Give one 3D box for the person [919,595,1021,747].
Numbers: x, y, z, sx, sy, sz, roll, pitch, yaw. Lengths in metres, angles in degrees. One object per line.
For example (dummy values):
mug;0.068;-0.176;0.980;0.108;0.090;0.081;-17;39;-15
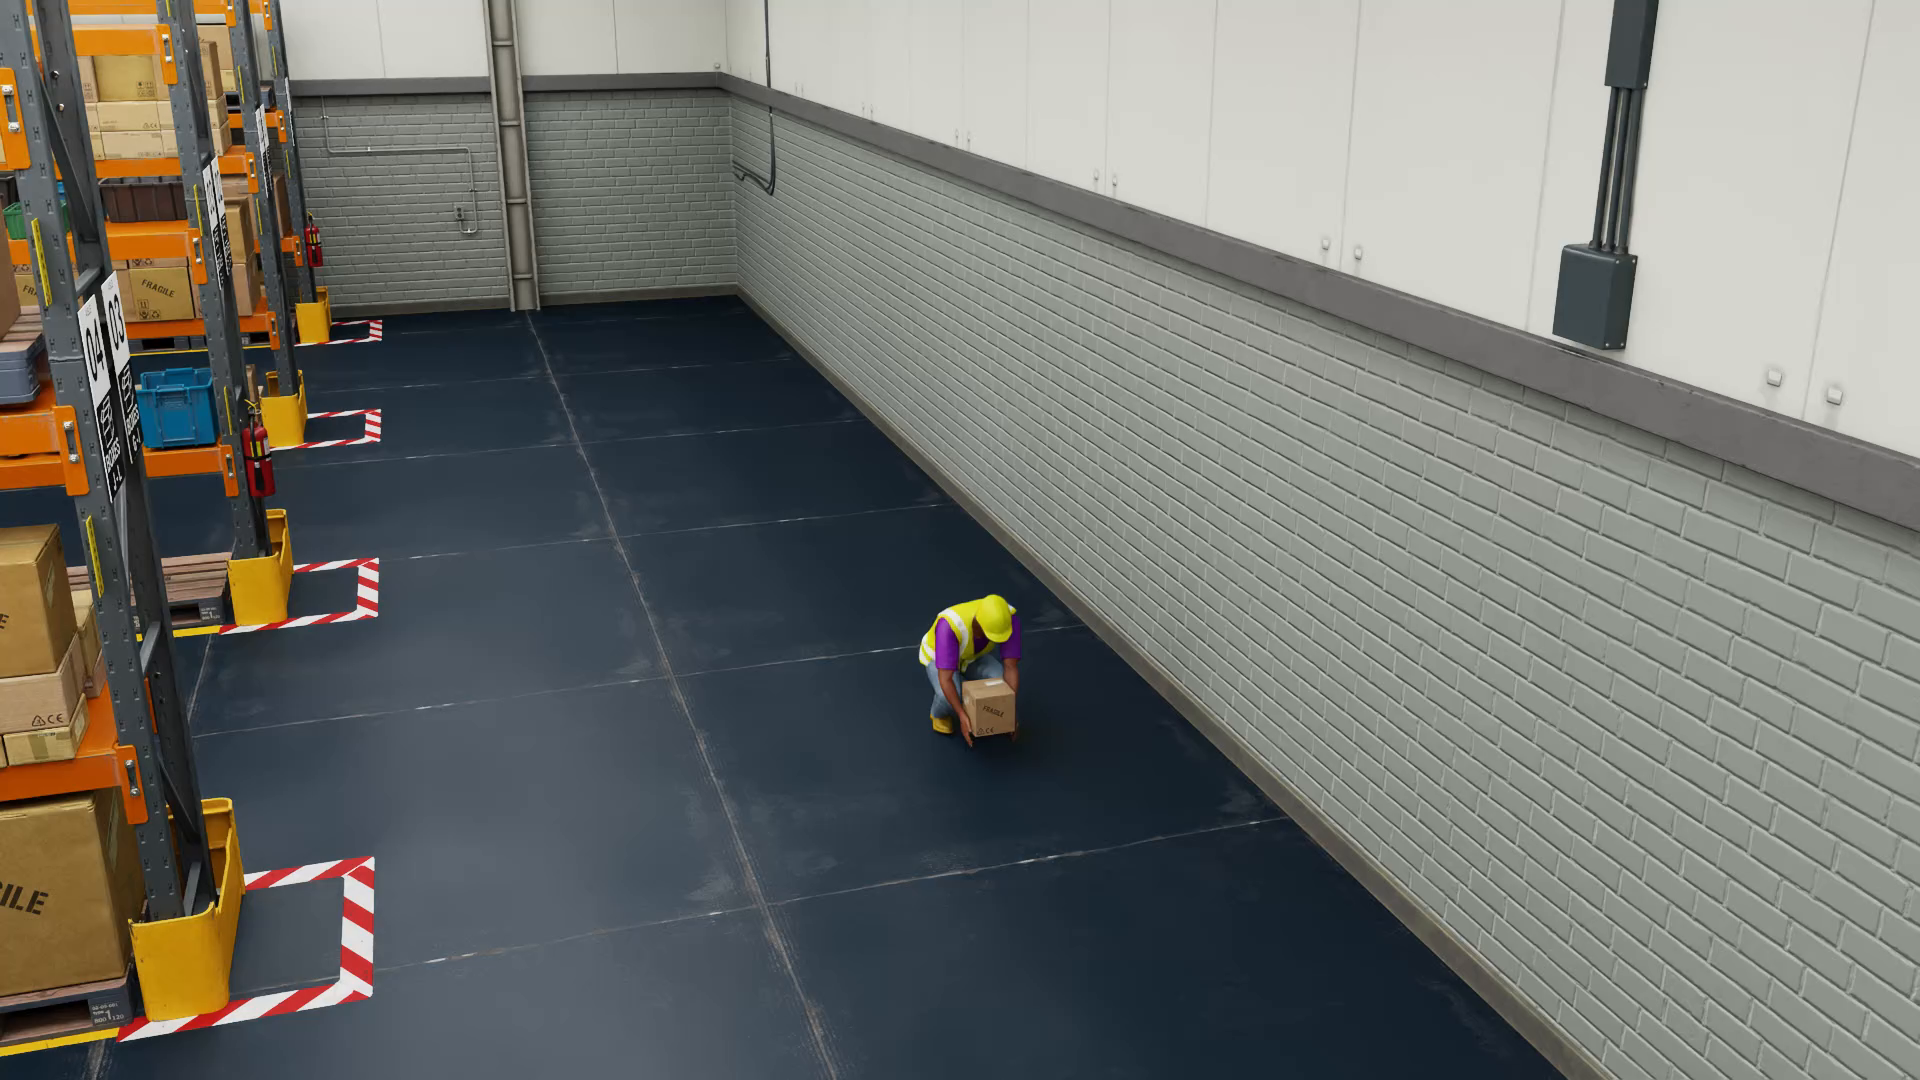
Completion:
person;0.085;0.726;10.122;0.572;1.000;0.897;-6;20;-18
